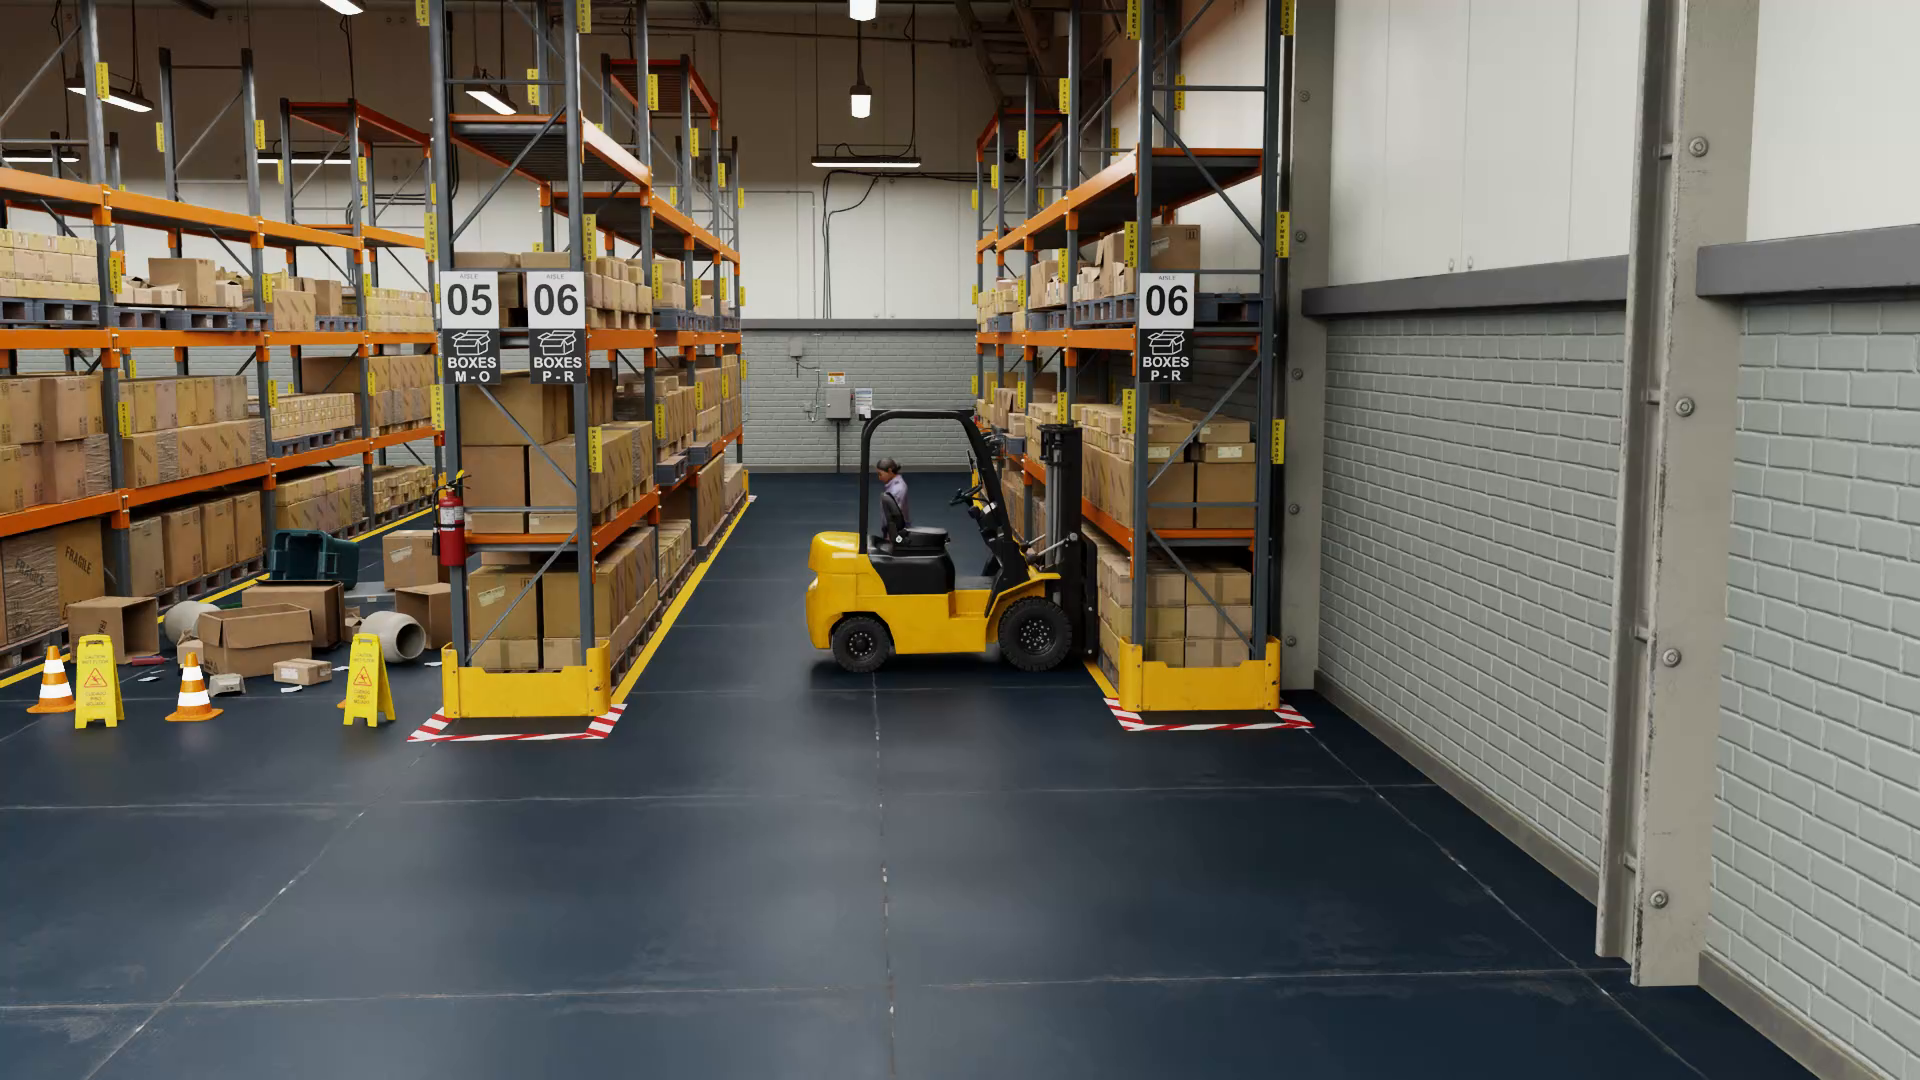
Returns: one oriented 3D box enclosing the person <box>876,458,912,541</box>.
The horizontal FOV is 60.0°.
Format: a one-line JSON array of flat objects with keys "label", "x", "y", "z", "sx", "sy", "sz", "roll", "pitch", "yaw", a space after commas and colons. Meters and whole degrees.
[{"label": "person", "x": -0.607, "y": 0.020, "z": 15.838, "sx": 0.378, "sy": 1.615, "sz": 0.493, "roll": 0, "pitch": 7, "yaw": -2}]
